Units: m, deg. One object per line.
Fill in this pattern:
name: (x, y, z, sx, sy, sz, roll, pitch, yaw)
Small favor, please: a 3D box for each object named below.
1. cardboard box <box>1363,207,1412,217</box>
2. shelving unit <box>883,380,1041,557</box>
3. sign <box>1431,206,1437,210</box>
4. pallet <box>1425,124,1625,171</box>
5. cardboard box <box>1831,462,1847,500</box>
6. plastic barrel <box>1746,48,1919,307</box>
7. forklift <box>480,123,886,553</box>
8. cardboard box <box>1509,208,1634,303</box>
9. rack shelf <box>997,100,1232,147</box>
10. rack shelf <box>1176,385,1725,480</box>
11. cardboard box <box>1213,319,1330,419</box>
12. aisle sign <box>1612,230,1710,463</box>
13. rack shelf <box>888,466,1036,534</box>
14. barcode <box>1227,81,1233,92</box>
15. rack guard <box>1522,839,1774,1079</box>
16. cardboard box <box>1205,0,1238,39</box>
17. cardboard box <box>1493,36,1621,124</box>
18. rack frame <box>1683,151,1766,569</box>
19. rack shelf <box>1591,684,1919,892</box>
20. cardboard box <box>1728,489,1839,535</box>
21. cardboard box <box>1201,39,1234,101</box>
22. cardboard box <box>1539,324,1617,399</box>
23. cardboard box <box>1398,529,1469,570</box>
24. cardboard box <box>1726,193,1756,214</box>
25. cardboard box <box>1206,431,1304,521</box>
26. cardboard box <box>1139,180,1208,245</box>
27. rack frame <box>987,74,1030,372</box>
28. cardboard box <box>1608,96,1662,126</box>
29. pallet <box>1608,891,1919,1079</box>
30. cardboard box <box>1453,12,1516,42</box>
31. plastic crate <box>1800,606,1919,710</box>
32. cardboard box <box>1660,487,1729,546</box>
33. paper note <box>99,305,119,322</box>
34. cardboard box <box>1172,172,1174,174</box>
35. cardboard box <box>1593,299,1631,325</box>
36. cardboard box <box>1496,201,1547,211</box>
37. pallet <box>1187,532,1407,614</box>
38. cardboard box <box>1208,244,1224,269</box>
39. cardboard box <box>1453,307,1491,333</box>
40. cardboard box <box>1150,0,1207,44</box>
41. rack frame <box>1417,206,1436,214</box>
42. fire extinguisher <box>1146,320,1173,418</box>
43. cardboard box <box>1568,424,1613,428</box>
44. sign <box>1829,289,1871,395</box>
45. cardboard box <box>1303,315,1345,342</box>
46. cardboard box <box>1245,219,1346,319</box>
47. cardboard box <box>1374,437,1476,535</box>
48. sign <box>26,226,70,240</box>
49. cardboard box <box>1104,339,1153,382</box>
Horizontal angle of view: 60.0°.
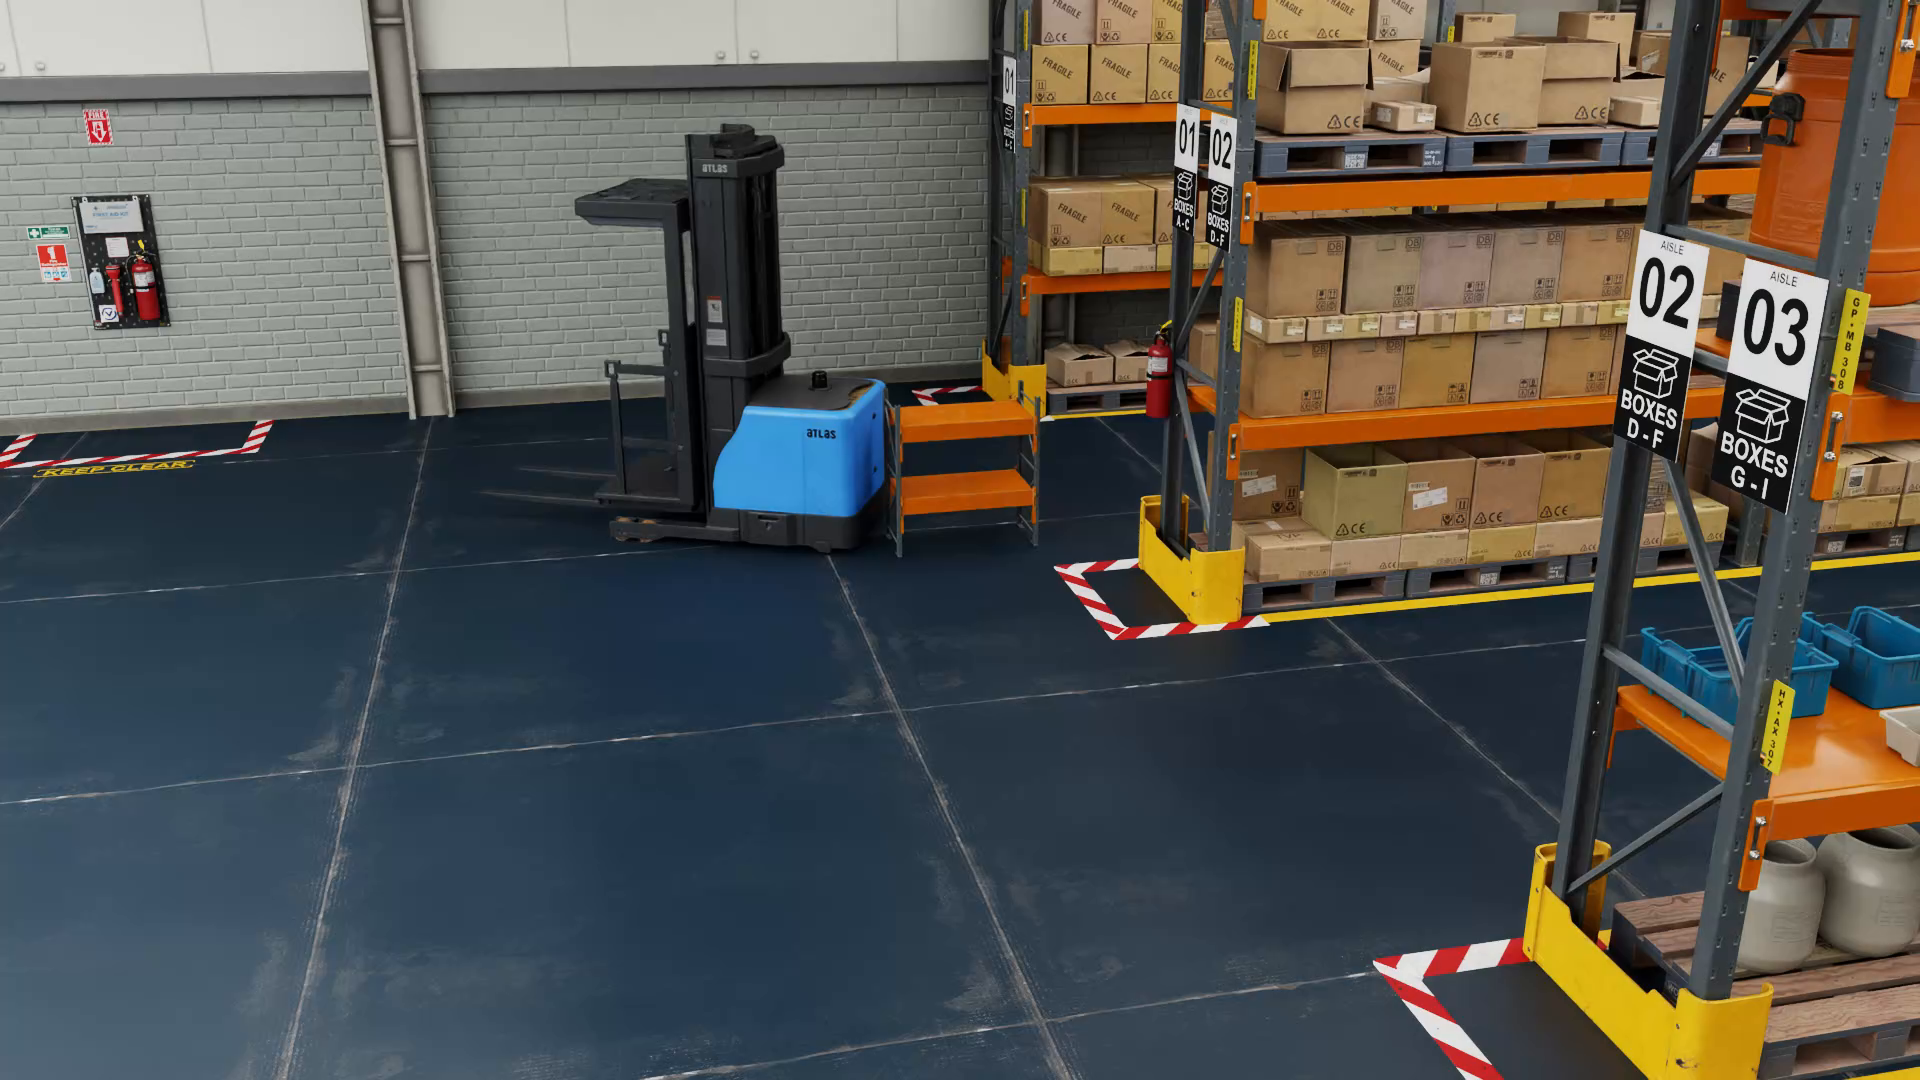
cardboard box: (3.938, -3.186, 15.750, 0.500, 0.500, 0.500, -5, 21, -13)
shelving unit: (0.007, -0.529, 12.123, 1.048, 1.125, 0.538, -5, 21, -12)
sign: (4.459, -3.261, 15.598, 0.005, 0.325, 0.100, -5, 21, -12)
pallet: (3.462, -2.573, 10.747, 1.213, 0.211, 1.003, -5, 21, -12)
cardboard box: (5.930, -0.497, 11.882, 0.500, 0.311, 0.500, -5, 21, -12)
plastic barrel: (3.158, -1.291, 5.883, 0.708, 0.830, 0.600, -5, 21, -12)
forklift: (-2.110, -1.527, 12.223, 3.031, 2.935, 1.130, 4, 21, 12)
cardboard box: (4.061, -1.917, 11.156, 0.500, 0.500, 0.700, -5, 21, -12)
rack shelf: (2.381, -3.948, 15.417, 4.000, 0.370, 1.077, -5, 21, -12)
rack shelf: (3.524, -0.882, 11.407, 4.000, 0.370, 1.077, -5, 21, -12)
cardboard box: (2.035, -1.141, 10.923, 0.500, 0.500, 0.700, -5, 21, -12)
aisle sign: (2.576, -0.718, 6.133, 0.004, 0.787, 0.394, -5, 21, -12)
rack shelf: (0.007, -0.299, 12.207, 1.000, 0.278, 0.538, -5, 21, -12)
barcode: (1.761, -2.928, 10.742, 0.075, 0.075, 0.001, -5, 21, -12)
rack guard: (2.777, 1.749, 6.814, 0.348, 0.500, 1.175, -5, 21, -12)
cardboard box: (2.298, -4.891, 15.317, 0.500, 0.500, 0.500, -5, 21, -13)
cardboard box: (3.839, -3.010, 10.845, 0.637, 0.503, 0.797, -2, 20, -6)
rack frame: (5.471, -1.378, 11.716, 0.127, 3.000, 1.000, -5, 21, -12)
rack shelf: (4.660, 0.776, 6.880, 4.000, 0.370, 1.077, -5, 21, -12)
cardboard box: (5.920, -0.233, 11.977, 0.500, 0.250, 0.500, -5, 21, -14)
cardboard box: (2.369, -4.249, 15.019, 0.500, 0.500, 0.500, -3, 20, -9)
cardboard box: (4.039, -1.305, 11.372, 0.500, 0.500, 0.700, -4, 21, -12)
cardboard box: (3.123, -0.016, 11.384, 0.500, 0.250, 0.500, -5, 21, -12)
cardboard box: (7.765, -3.566, 16.902, 0.500, 0.500, 0.700, -7, 21, -19)
cardboard box: (2.031, -0.462, 11.511, 0.500, 0.500, 0.500, -5, 21, -12)
cardboard box: (1.956, -3.022, 15.303, 0.500, 0.500, 0.500, -5, 21, -14)
rack frame: (0.434, -2.719, 15.377, 0.127, 3.000, 1.000, -5, 21, -12)
cardboard box: (4.360, -2.745, 10.636, 0.250, 0.149, 0.380, -5, 21, -12)
pallet: (3.569, 1.822, 7.034, 1.213, 0.211, 1.003, -5, 21, -12)
cardboard box: (4.878, -4.705, 15.681, 0.500, 0.500, 0.500, -2, 20, -5)
plastic crate: (3.766, 0.477, 6.867, 0.408, 0.251, 0.499, -5, 21, -12)
cardboard box: (5.070, -0.174, 11.816, 0.500, 0.250, 0.500, -5, 21, -12)
paper note: (-7.524, -2.002, 14.700, 0.142, 0.148, 0.016, -5, 21, -12)
cardboard box: (2.329, -3.238, 15.891, 0.500, 0.500, 0.500, -4, 21, -12)
cardboard box: (4.265, -1.556, 11.114, 0.250, 0.149, 0.380, -5, 21, -13)
cardboard box: (5.376, -3.360, 16.342, 0.500, 0.500, 0.700, -3, 20, -7)
pallet: (2.313, 0.173, 11.534, 1.213, 0.211, 1.003, -5, 21, -12)
cardboard box: (2.474, -2.714, 15.552, 0.500, 0.250, 0.500, -4, 21, -12)
cardboard box: (3.262, -1.475, 10.891, 0.250, 0.149, 0.380, -5, 21, -13)
cardboard box: (1.861, -4.670, 14.713, 0.500, 0.500, 0.500, -4, 21, -11)
rack frame: (4.327, -3.036, 16.241, 0.127, 3.000, 1.000, -5, 21, -12)
fire extinguisher: (1.356, -1.171, 11.264, 0.183, 0.674, 0.296, -5, 21, -12)
cardboard box: (4.462, -0.662, 12.058, 0.500, 0.500, 0.500, -5, 21, -12)
sign: (2.836, -0.631, 5.303, 0.005, 0.325, 0.100, -5, 21, -12)
cardboard box: (2.266, -1.394, 10.670, 0.250, 0.149, 0.380, -5, 21, -14)
cardboard box: (2.087, -1.754, 10.712, 0.500, 0.500, 0.700, -5, 21, -12)
cardboard box: (3.121, -0.372, 11.265, 0.500, 0.500, 0.500, -5, 21, -12)
sign: (-7.891, -2.660, 14.394, 0.331, 0.109, 0.001, -5, 21, -12)
cardboard box: (1.683, -1.733, 15.954, 0.500, 0.311, 0.500, -3, 20, -8)
